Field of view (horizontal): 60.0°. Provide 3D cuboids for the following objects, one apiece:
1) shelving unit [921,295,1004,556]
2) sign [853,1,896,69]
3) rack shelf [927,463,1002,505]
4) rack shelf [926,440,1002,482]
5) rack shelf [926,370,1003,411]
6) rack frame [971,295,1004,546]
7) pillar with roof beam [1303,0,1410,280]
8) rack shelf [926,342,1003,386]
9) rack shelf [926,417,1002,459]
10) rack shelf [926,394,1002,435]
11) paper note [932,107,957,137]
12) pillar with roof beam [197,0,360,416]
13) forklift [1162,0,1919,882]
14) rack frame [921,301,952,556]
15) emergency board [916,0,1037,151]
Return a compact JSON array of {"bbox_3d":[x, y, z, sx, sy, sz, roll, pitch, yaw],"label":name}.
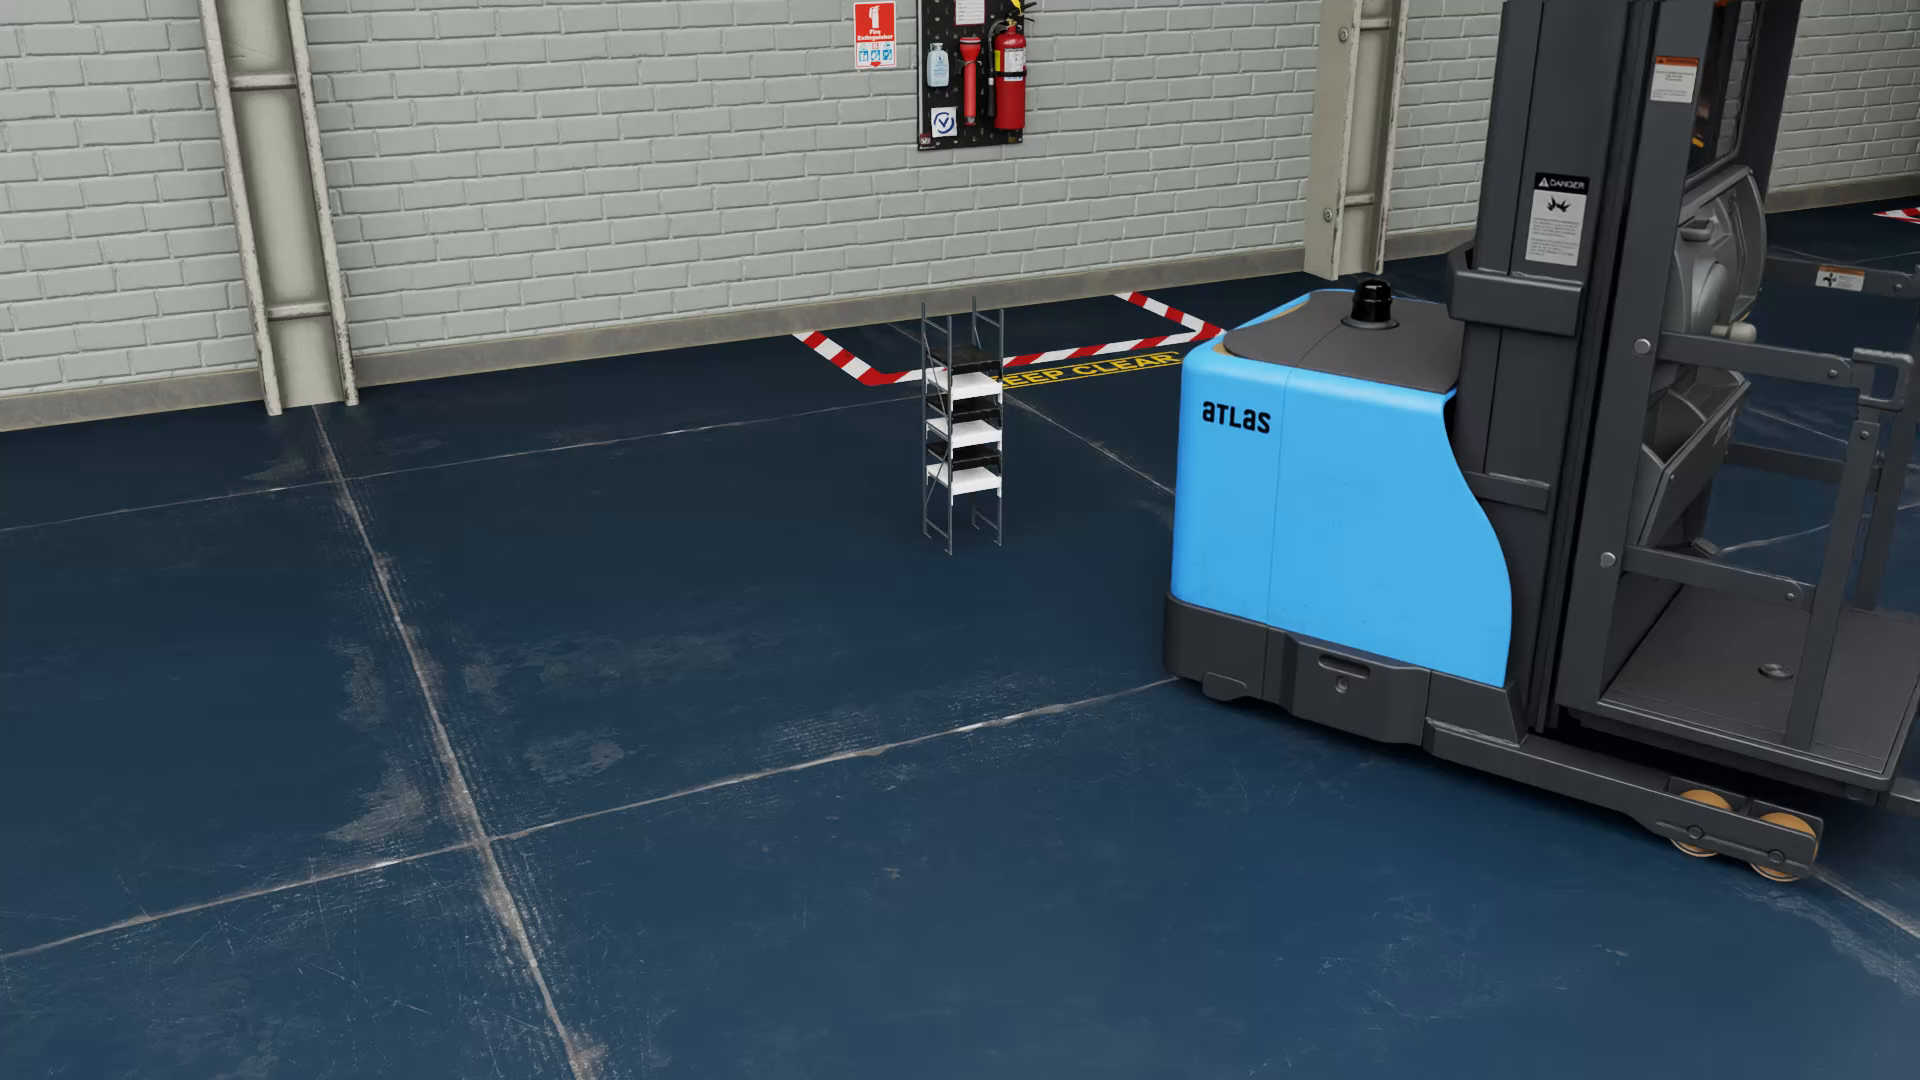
[{"bbox_3d":[0.007,-0.417,6.081,0.210,0.900,0.258,-10,25,-24],"label":"shelving unit"},{"bbox_3d":[-0.437,-2.601,8.564,0.234,0.329,0.001,-10,25,-24],"label":"sign"},{"bbox_3d":[0.007,-0.220,6.163,0.200,0.077,0.258,-10,25,-24],"label":"rack shelf"},{"bbox_3d":[0.007,-0.303,6.128,0.200,0.077,0.258,-10,25,-24],"label":"rack shelf"},{"bbox_3d":[0.007,-0.553,6.025,0.200,0.077,0.258,-10,25,-24],"label":"rack shelf"},{"bbox_3d":[0.099,-0.434,6.122,0.006,0.900,0.240,-10,25,-24],"label":"rack frame"},{"bbox_3d":[4.216,-4.325,4.933,0.400,9.000,9.100,-10,25,-24],"label":"pillar with roof beam"},{"bbox_3d":[0.007,-0.636,5.991,0.200,0.077,0.258,-10,25,-24],"label":"rack shelf"},{"bbox_3d":[0.007,-0.386,6.094,0.200,0.077,0.258,-10,25,-24],"label":"rack shelf"},{"bbox_3d":[0.007,-0.469,6.059,0.200,0.077,0.258,-10,25,-24],"label":"rack shelf"},{"bbox_3d":[-0.083,-2.228,8.861,0.142,0.148,0.016,-10,25,-24],"label":"paper note"},{"bbox_3d":[-1.190,-3.330,2.529,0.400,9.000,9.100,-10,25,-24],"label":"pillar with roof beam"},{"bbox_3d":[2.123,-0.728,4.177,3.031,2.935,1.130,15,27,32],"label":"forklift"},{"bbox_3d":[-0.084,-0.400,6.040,0.006,0.900,0.240,-10,25,-24],"label":"rack frame"},{"bbox_3d":[0.106,-2.640,8.706,0.643,1.169,0.194,-10,25,-24],"label":"emergency board"}]
